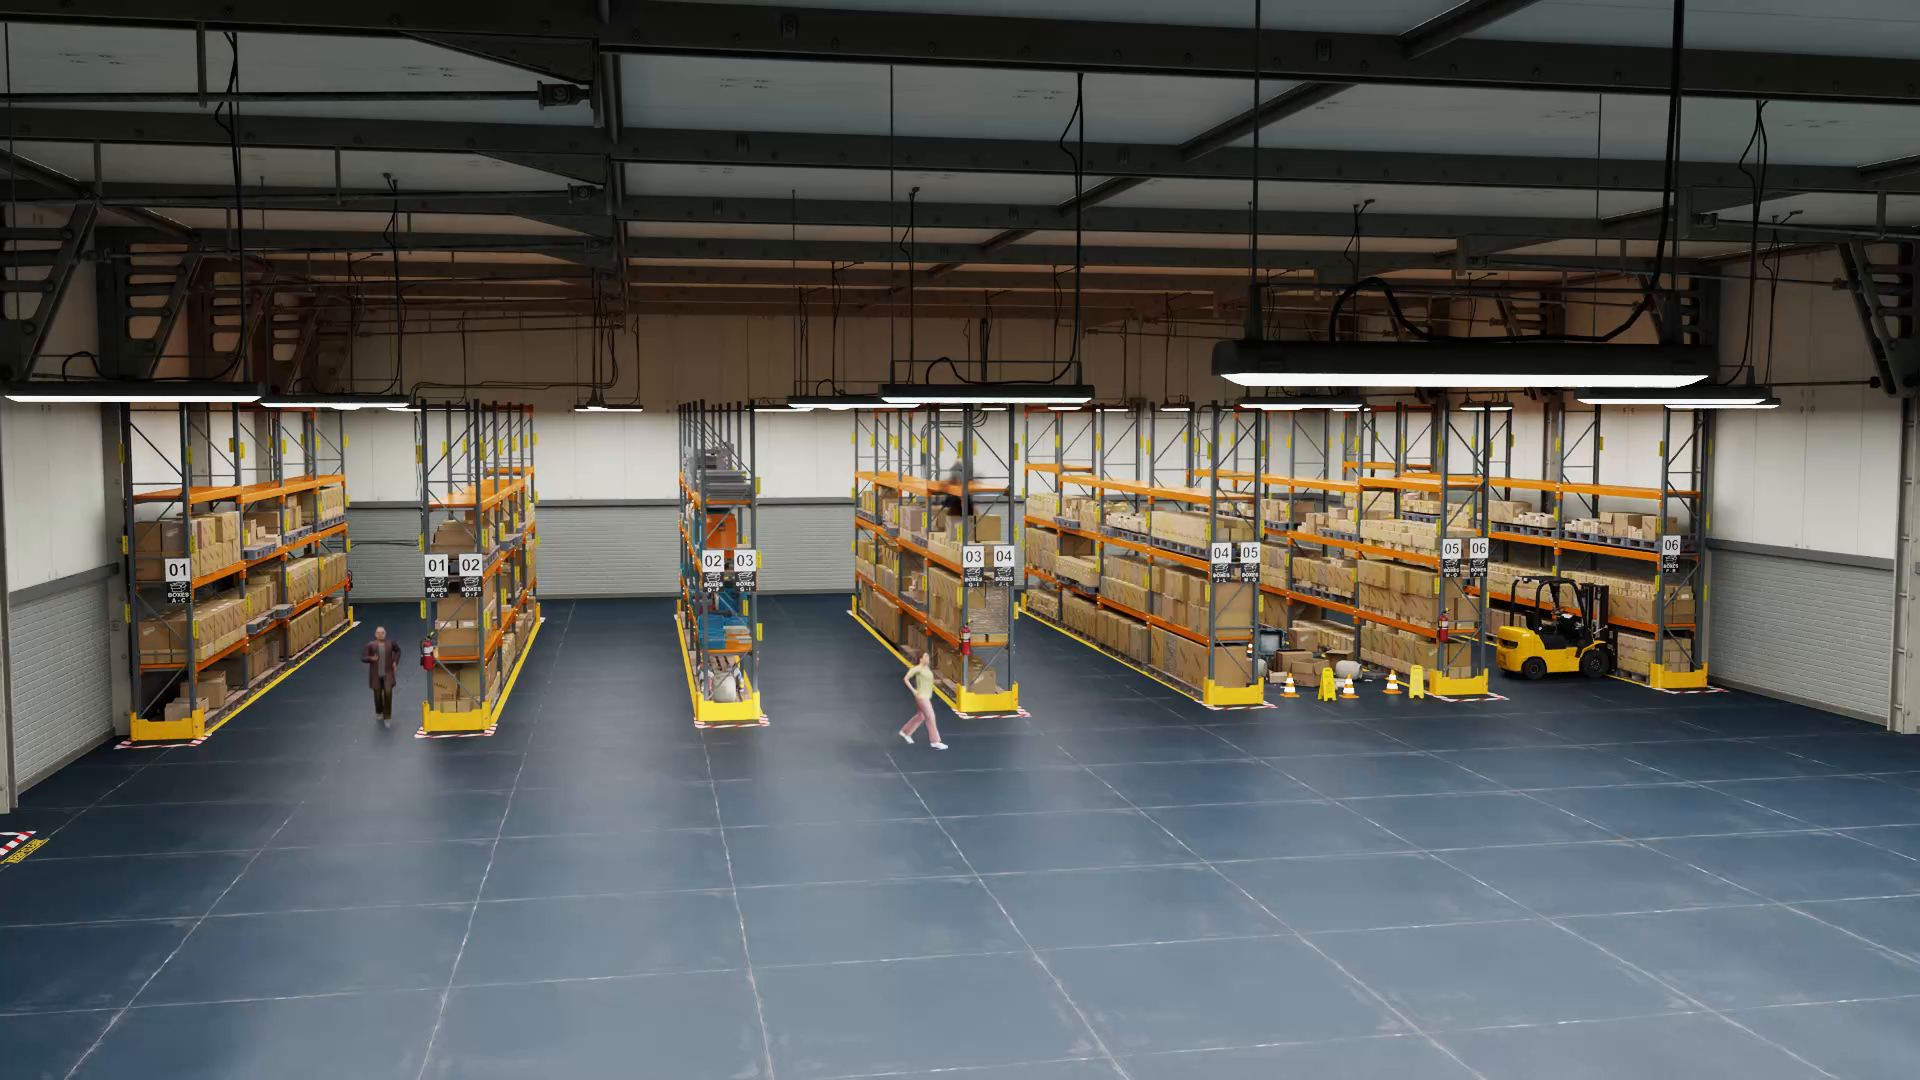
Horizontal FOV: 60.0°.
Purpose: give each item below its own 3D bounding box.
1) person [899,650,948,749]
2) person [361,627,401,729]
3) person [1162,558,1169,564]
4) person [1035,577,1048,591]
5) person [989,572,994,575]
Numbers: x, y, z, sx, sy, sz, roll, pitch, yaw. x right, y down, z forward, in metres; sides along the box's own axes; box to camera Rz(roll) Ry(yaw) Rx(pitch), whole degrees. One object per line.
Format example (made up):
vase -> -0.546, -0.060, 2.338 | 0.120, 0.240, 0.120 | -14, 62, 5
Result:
person -> -0.630, 2.708, 28.472 | 0.948, 1.661, 0.578 | 2, 5, 23
person -> -10.644, 2.510, 30.605 | 0.694, 1.828, 0.876 | -1, 5, -19
person -> 6.264, 1.125, 50.846 | 0.656, 1.540, 0.604 | 0, 4, -6
person -> 2.501, 1.095, 50.006 | 0.890, 1.767, 0.676 | -1, 5, -19
person -> 0.986, 1.393, 46.765 | 0.620, 1.658, 0.766 | 0, 4, -3
